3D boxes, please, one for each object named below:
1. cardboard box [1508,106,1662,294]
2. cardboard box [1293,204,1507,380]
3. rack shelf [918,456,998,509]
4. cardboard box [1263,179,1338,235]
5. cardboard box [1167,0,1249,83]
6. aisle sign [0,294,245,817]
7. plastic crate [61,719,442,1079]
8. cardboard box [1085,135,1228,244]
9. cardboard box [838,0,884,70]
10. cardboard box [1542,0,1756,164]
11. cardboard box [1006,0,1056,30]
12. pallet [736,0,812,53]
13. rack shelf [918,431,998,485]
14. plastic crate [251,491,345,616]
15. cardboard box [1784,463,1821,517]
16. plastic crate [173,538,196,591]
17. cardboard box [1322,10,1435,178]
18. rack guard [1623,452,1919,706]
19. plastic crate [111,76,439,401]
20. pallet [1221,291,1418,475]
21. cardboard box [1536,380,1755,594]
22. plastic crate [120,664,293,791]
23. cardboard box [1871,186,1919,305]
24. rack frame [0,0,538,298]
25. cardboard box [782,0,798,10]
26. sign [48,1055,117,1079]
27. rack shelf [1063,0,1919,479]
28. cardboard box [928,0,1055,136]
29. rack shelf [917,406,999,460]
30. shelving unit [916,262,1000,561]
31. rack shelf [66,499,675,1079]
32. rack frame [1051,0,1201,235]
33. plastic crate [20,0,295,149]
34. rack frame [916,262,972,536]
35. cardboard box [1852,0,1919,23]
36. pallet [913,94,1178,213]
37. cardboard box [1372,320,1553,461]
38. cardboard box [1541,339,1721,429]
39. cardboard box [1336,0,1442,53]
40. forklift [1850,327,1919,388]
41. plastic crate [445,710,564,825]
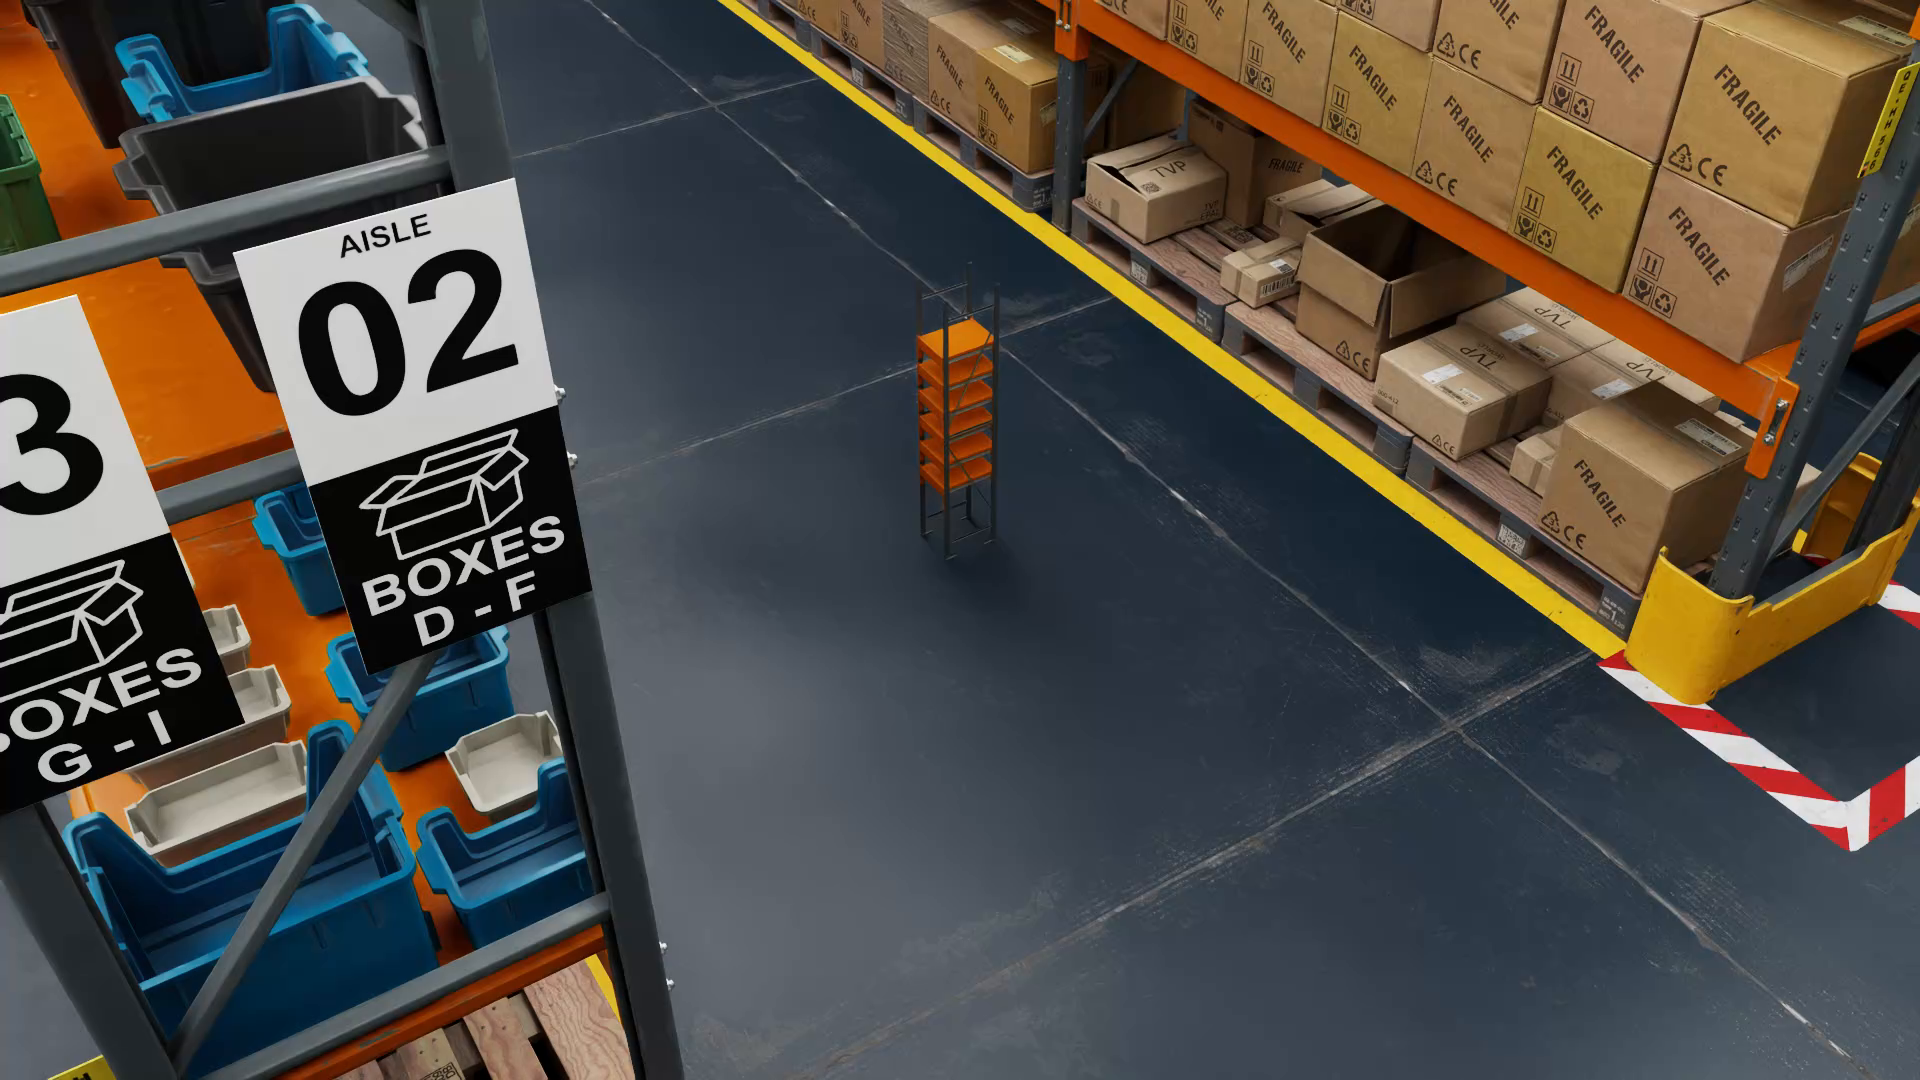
[{"bbox_3d":[2.332,-1.254,5.834,0.500,0.500,0.500,-22,45,-24],"label":"cardboard box"},{"bbox_3d":[1.948,-1.145,7.388,0.797,0.503,0.637,-22,45,-24],"label":"cardboard box"},{"bbox_3d":[-0.008,-0.250,6.557,0.258,0.103,0.180,-22,45,-24],"label":"rack shelf"},{"bbox_3d":[1.732,-1.630,8.246,0.380,0.149,0.250,-22,45,-24],"label":"cardboard box"},{"bbox_3d":[1.256,-2.342,7.139,0.500,0.500,0.500,-21,44,-24],"label":"cardboard box"},{"bbox_3d":[-1.302,0.055,2.310,0.394,0.787,0.004,-22,45,-24],"label":"aisle sign"},{"bbox_3d":[-1.431,0.761,3.419,0.616,0.435,0.499,-22,45,-24],"label":"plastic crate"},{"bbox_3d":[0.977,-1.783,8.303,0.500,0.311,0.500,-22,45,-24],"label":"cardboard box"},{"bbox_3d":[-0.376,-3.138,9.782,0.500,0.500,0.500,-24,45,-26],"label":"cardboard box"},{"bbox_3d":[2.341,-1.629,5.503,0.500,0.500,0.500,-21,44,-23],"label":"cardboard box"},{"bbox_3d":[0.583,-2.786,9.359,0.500,0.500,0.500,-22,44,-24],"label":"cardboard box"},{"bbox_3d":[-0.847,-3.619,10.929,1.003,0.211,1.213,-22,45,-24],"label":"pallet"},{"bbox_3d":[-0.008,-0.342,6.481,0.258,0.103,0.180,-22,45,-24],"label":"rack shelf"},{"bbox_3d":[-1.657,-0.002,4.493,0.416,0.233,0.300,-22,45,-24],"label":"plastic crate"},{"bbox_3d":[3.149,-0.207,6.538,0.380,0.149,0.250,-22,45,-24],"label":"cardboard box"},{"bbox_3d":[-2.174,0.158,4.376,0.298,0.136,0.250,-22,45,-24],"label":"plastic crate"},{"bbox_3d":[1.798,-1.797,6.486,0.500,0.500,0.500,-23,45,-25],"label":"cardboard box"},{"bbox_3d":[3.044,0.130,6.203,1.175,0.500,0.348,-22,45,-24],"label":"rack guard"},{"bbox_3d":[-1.066,-0.492,2.756,0.497,0.269,0.590,-22,45,-24],"label":"plastic crate"},{"bbox_3d":[1.962,-0.846,7.601,1.003,0.211,1.213,-22,45,-24],"label":"pallet"},{"bbox_3d":[2.585,-0.206,6.263,0.500,0.500,0.500,-22,45,-24],"label":"cardboard box"},{"bbox_3d":[-1.828,0.453,4.022,0.396,0.136,0.243,-22,45,-24],"label":"plastic crate"},{"bbox_3d":[3.068,-1.157,5.718,0.500,0.500,0.500,-21,44,-24],"label":"cardboard box"},{"bbox_3d":[-1.094,-1.391,1.389,1.000,3.000,0.127,-22,45,-24],"label":"rack frame"},{"bbox_3d":[-0.927,-3.691,10.445,0.500,0.500,0.500,-24,45,-26],"label":"cardboard box"},{"bbox_3d":[-1.549,1.050,3.020,0.100,0.325,0.005,-22,45,-24],"label":"sign"},{"bbox_3d":[2.009,-1.592,6.879,1.077,0.370,4.000,-22,45,-24],"label":"rack shelf"},{"bbox_3d":[0.168,-2.594,9.129,0.500,0.500,0.500,-22,45,-24],"label":"cardboard box"},{"bbox_3d":[-0.008,-0.435,6.404,0.258,0.103,0.180,-22,45,-24],"label":"rack shelf"},{"bbox_3d":[-0.008,-0.469,6.375,0.258,1.200,0.189,-22,45,-24],"label":"shelving unit"},{"bbox_3d":[-2.169,0.111,4.835,1.077,0.370,4.000,-22,45,-24],"label":"rack shelf"},{"bbox_3d":[0.934,-2.948,7.944,1.000,3.000,0.127,-22,45,-24],"label":"rack frame"},{"bbox_3d":[-1.683,-1.134,3.472,0.504,0.338,0.767,-22,45,-24],"label":"plastic crate"},{"bbox_3d":[-0.057,-0.518,6.435,0.240,1.200,0.006,-22,45,-24],"label":"rack frame"},{"bbox_3d":[3.068,-1.542,5.398,0.500,0.500,0.500,-21,44,-23],"label":"cardboard box"},{"bbox_3d":[0.465,-2.302,9.348,1.003,0.211,1.213,-22,45,-24],"label":"pallet"},{"bbox_3d":[2.099,-0.633,6.971,0.500,0.250,0.500,-22,45,-24],"label":"cardboard box"},{"bbox_3d":[2.763,-0.562,6.886,0.500,0.250,0.500,-22,45,-24],"label":"cardboard box"},{"bbox_3d":[1.782,-2.185,6.170,0.500,0.500,0.500,-21,44,-23],"label":"cardboard box"},{"bbox_3d":[4.007,-2.672,7.666,1.130,2.935,3.031,-22,44,-24],"label":"forklift"},{"bbox_3d":[-1.052,0.544,3.913,0.250,0.136,0.298,-22,45,-24],"label":"plastic crate"}]
